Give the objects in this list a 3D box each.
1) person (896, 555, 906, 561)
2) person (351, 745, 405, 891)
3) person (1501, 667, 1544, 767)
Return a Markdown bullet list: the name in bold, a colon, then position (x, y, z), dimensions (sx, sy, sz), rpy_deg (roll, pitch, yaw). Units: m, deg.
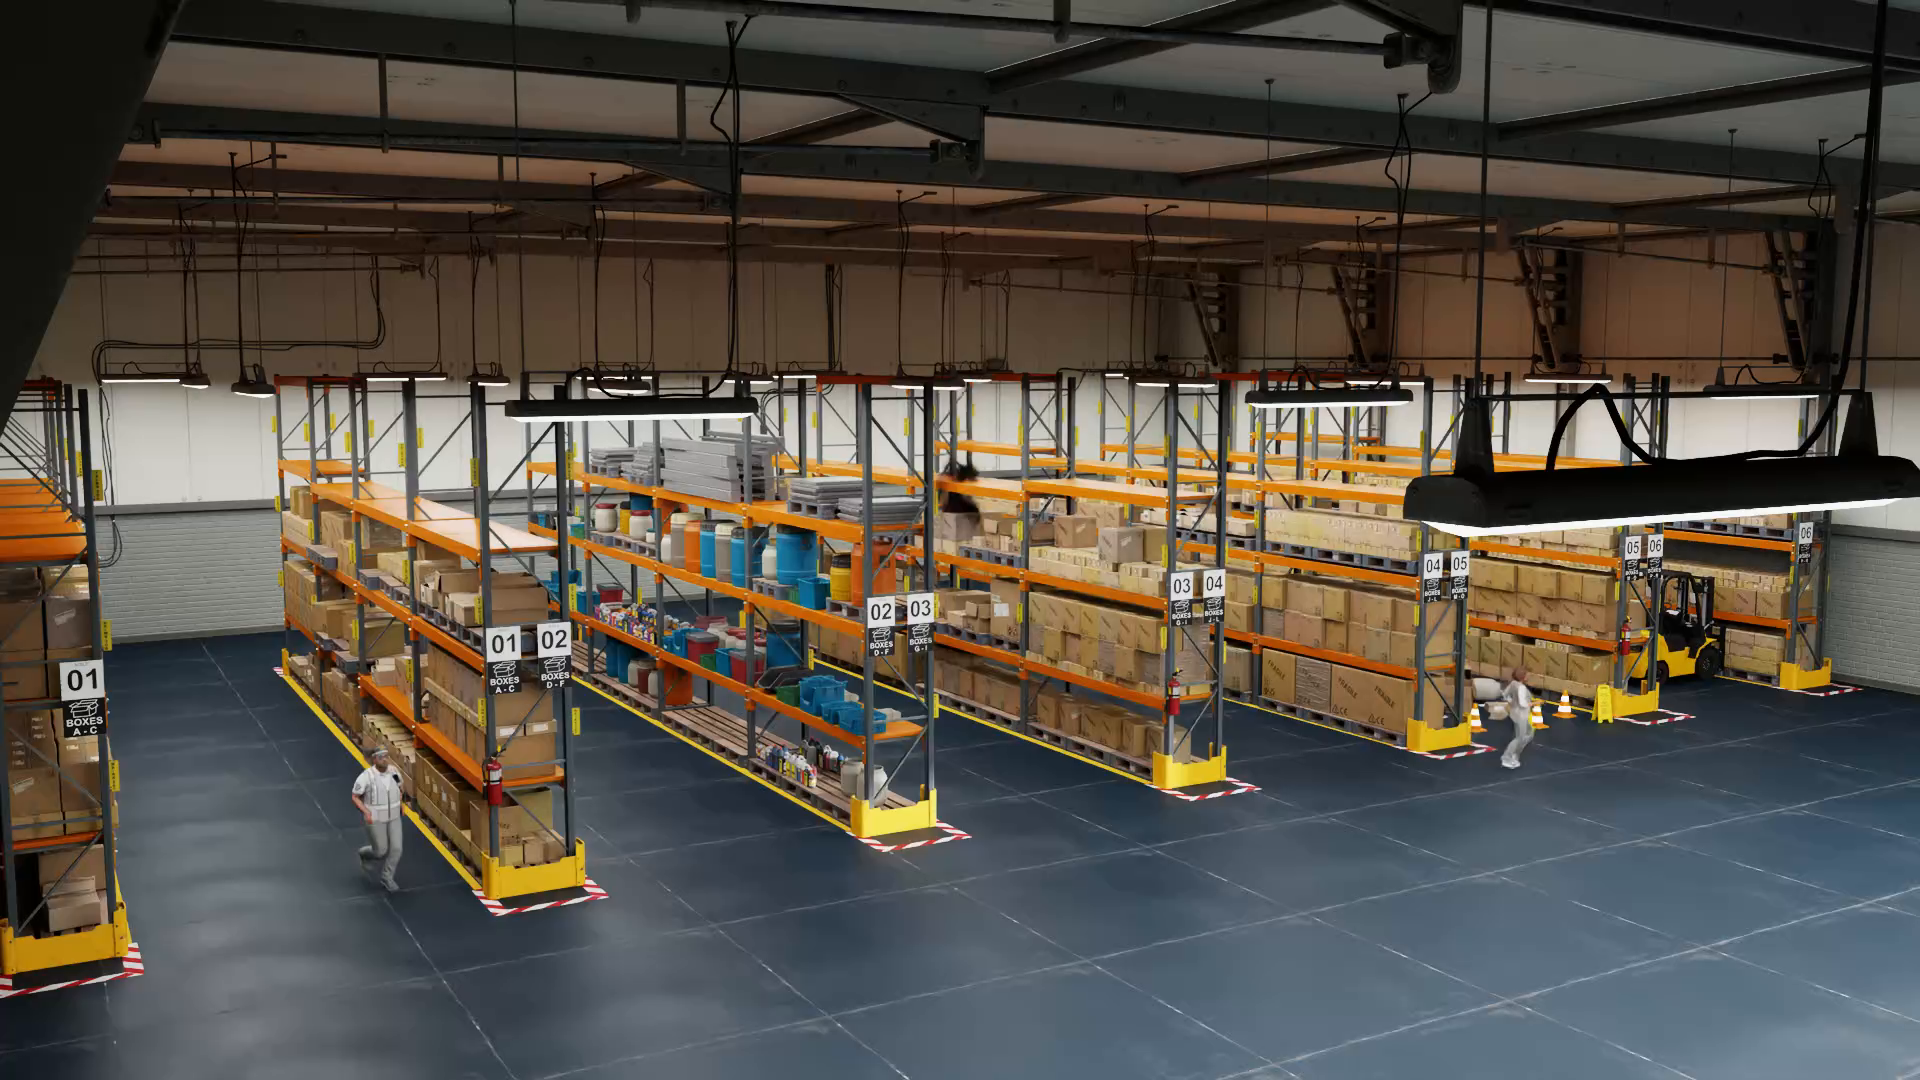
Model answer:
- **person**: position (-1.513, 1.173, 39.604), dimensions (0.704, 1.723, 1.029), rpy_deg (-2, 7, -21)
- **person**: position (-6.954, 3.306, 19.964), dimensions (0.644, 1.755, 0.672), rpy_deg (6, 9, 44)
- **person**: position (8.664, 2.741, 25.632), dimensions (0.602, 1.577, 0.517), rpy_deg (1, 6, 7)
